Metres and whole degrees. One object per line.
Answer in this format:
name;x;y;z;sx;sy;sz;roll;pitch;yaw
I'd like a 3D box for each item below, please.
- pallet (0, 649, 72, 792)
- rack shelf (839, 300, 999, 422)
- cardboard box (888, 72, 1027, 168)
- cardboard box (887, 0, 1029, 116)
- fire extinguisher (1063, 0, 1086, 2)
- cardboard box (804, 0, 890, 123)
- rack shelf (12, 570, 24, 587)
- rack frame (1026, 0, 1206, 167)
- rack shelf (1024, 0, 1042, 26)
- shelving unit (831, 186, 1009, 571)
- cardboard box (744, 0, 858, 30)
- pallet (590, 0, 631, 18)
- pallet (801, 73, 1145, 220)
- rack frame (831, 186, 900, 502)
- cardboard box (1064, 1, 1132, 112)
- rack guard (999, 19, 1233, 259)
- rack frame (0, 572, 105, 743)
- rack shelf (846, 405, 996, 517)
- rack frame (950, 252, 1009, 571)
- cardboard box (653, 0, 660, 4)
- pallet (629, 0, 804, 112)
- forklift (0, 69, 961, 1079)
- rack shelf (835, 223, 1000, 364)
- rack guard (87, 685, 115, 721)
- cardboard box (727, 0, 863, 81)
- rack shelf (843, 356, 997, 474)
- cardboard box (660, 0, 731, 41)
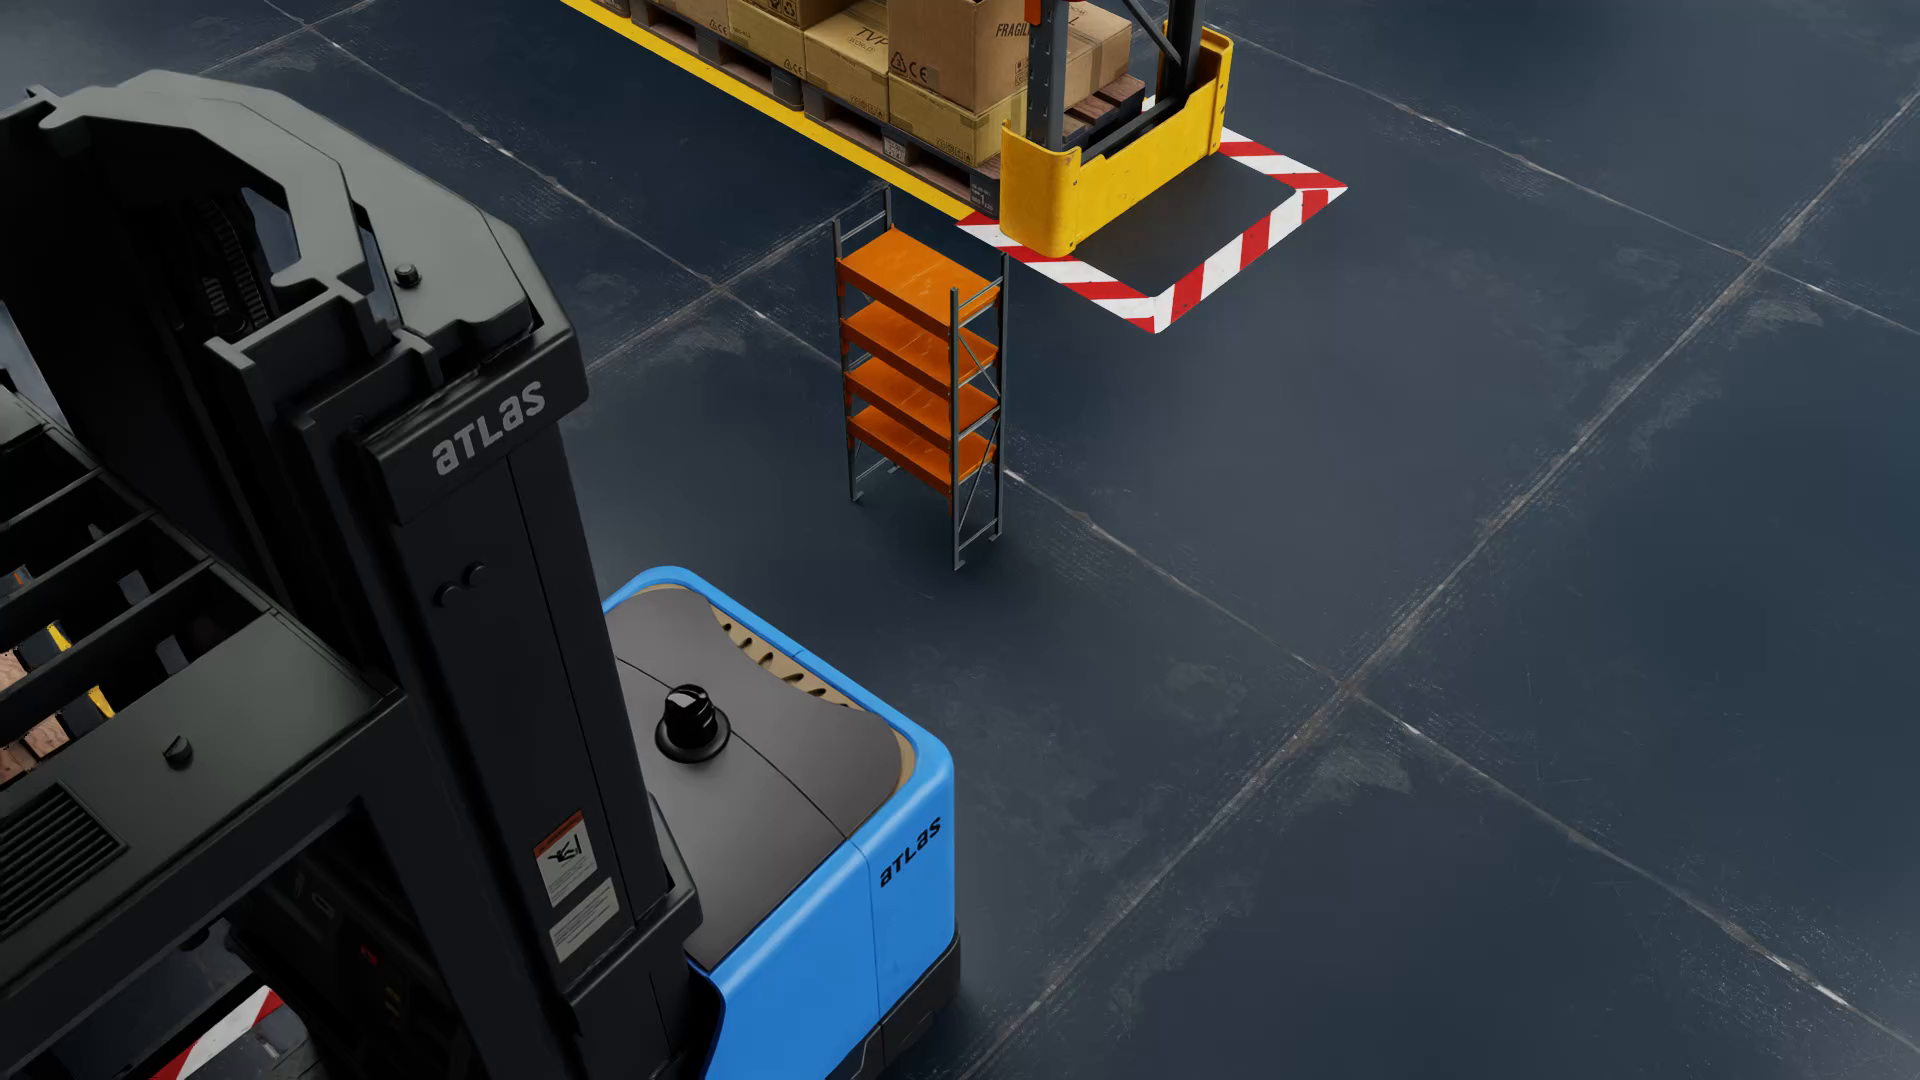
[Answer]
pallet;-3.343;0.578;5.063;1.213;0.211;1.003;34;55;28
rack shelf;-0.122;-0.600;5.275;0.480;0.148;0.258;34;55;28
cardboard box;0.049;-1.884;7.059;0.500;0.250;0.500;34;55;28
cardboard box;0.047;-2.139;6.785;0.500;0.500;0.500;34;55;28
fire extinguisher;0.415;-2.240;5.849;0.183;0.674;0.296;34;55;28
cardboard box;-0.327;-2.124;7.285;0.500;0.250;0.500;34;55;28
rack shelf;-4.183;-0.661;4.807;4.000;0.370;1.077;34;55;28
rack frame;0.643;-2.574;6.109;0.127;3.000;1.000;34;55;28
rack shelf;-0.826;-3.317;7.300;4.000;0.370;1.077;34;55;28
shelving unit;-0.122;-0.493;5.389;0.503;1.200;0.258;34;55;28
cardboard box;-0.697;-2.626;7.241;0.500;0.500;0.500;34;55;28
pallet;-1.740;-3.182;8.593;1.213;0.211;1.003;34;55;28
pallet;0.053;-1.975;7.460;1.213;0.211;1.003;34;55;28
rack frame;-0.301;-0.613;5.503;0.015;1.200;0.240;34;55;28
cardboard box;0.400;-2.161;7.320;0.500;0.250;0.500;34;55;28
rack guard;0.661;-1.707;7.010;0.348;0.500;1.175;34;55;28
rack frame;-2.714;0.081;3.616;0.127;3.000;1.000;34;55;28
rack shelf;-0.122;-0.311;5.583;0.480;0.148;0.258;34;55;28
rack frame;0.058;-0.372;5.276;0.015;1.200;0.240;34;55;28
cardboard box;-1.433;-2.863;7.978;0.500;0.250;0.500;34;55;28
pallet;-0.839;-2.579;8.026;1.213;0.211;1.003;34;55;28
forklift;-1.326;0.823;2.967;1.130;2.935;3.031;31;54;26
rack shelf;-0.122;-0.762;5.103;0.480;0.148;0.258;34;55;28
rack guard;-2.770;0.900;4.563;0.348;0.500;1.175;34;55;28
cardboard box;-0.695;-2.371;7.516;0.500;0.250;0.500;34;55;28
rack shelf;-0.122;-0.446;5.438;0.480;0.148;0.258;34;55;28
cardboard box;-1.062;-2.619;7.749;0.500;0.250;0.500;34;55;28
